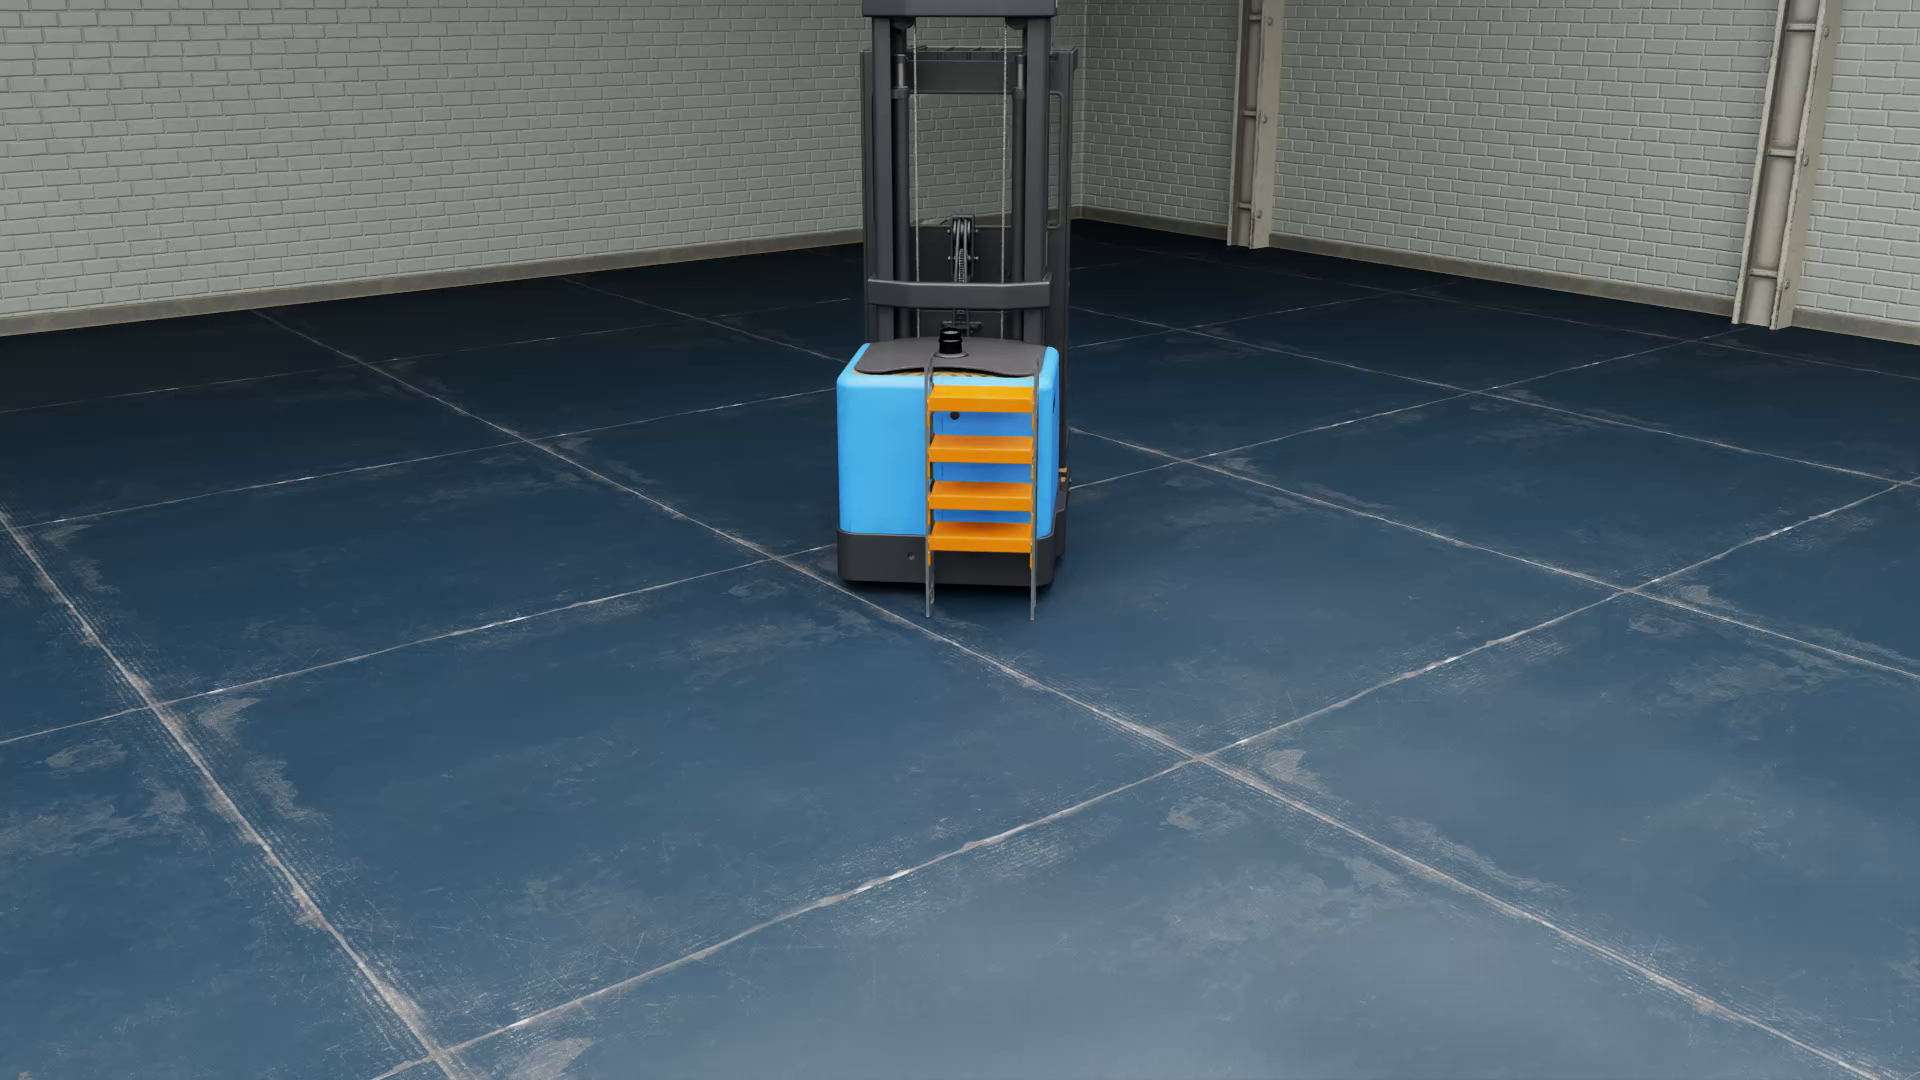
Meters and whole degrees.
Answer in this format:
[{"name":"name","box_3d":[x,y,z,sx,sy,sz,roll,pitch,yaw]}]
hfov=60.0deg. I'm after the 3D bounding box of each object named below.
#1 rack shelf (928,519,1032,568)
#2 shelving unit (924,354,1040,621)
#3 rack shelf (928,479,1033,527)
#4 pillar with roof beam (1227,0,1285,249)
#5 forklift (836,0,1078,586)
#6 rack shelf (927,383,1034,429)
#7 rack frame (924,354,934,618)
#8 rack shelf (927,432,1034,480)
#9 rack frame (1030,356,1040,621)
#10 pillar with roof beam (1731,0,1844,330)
[{"name":"rack shelf","box_3d":[0.102,0.015,7.753,0.480,0.148,0.258,2,18,5]},{"name":"shelving unit","box_3d":[0.102,-0.237,7.670,0.503,1.200,0.258,2,18,5]},{"name":"rack shelf","box_3d":[0.102,-0.173,7.691,0.480,0.148,0.258,2,18,5]},{"name":"pillar with roof beam","box_3d":[-0.072,-6.803,15.091,9.100,9.000,0.400,-14,23,-36]},{"name":"forklift","box_3d":[0.058,-1.586,8.990,1.130,2.935,3.031,2,18,5]},{"name":"rack shelf","box_3d":[0.102,-0.610,7.546,0.480,0.148,0.258,2,18,5]},{"name":"rack frame","box_3d":[-0.141,-0.244,7.689,0.015,1.200,0.240,2,18,5]},{"name":"rack shelf","box_3d":[0.102,-0.386,7.620,0.480,0.148,0.258,2,18,5]},{"name":"rack frame","box_3d":[0.345,-0.231,7.650,0.015,1.200,0.240,2,18,5]},{"name":"pillar with roof beam","box_3d":[3.653,-5.324,10.626,9.100,9.000,0.400,-14,23,-36]}]
